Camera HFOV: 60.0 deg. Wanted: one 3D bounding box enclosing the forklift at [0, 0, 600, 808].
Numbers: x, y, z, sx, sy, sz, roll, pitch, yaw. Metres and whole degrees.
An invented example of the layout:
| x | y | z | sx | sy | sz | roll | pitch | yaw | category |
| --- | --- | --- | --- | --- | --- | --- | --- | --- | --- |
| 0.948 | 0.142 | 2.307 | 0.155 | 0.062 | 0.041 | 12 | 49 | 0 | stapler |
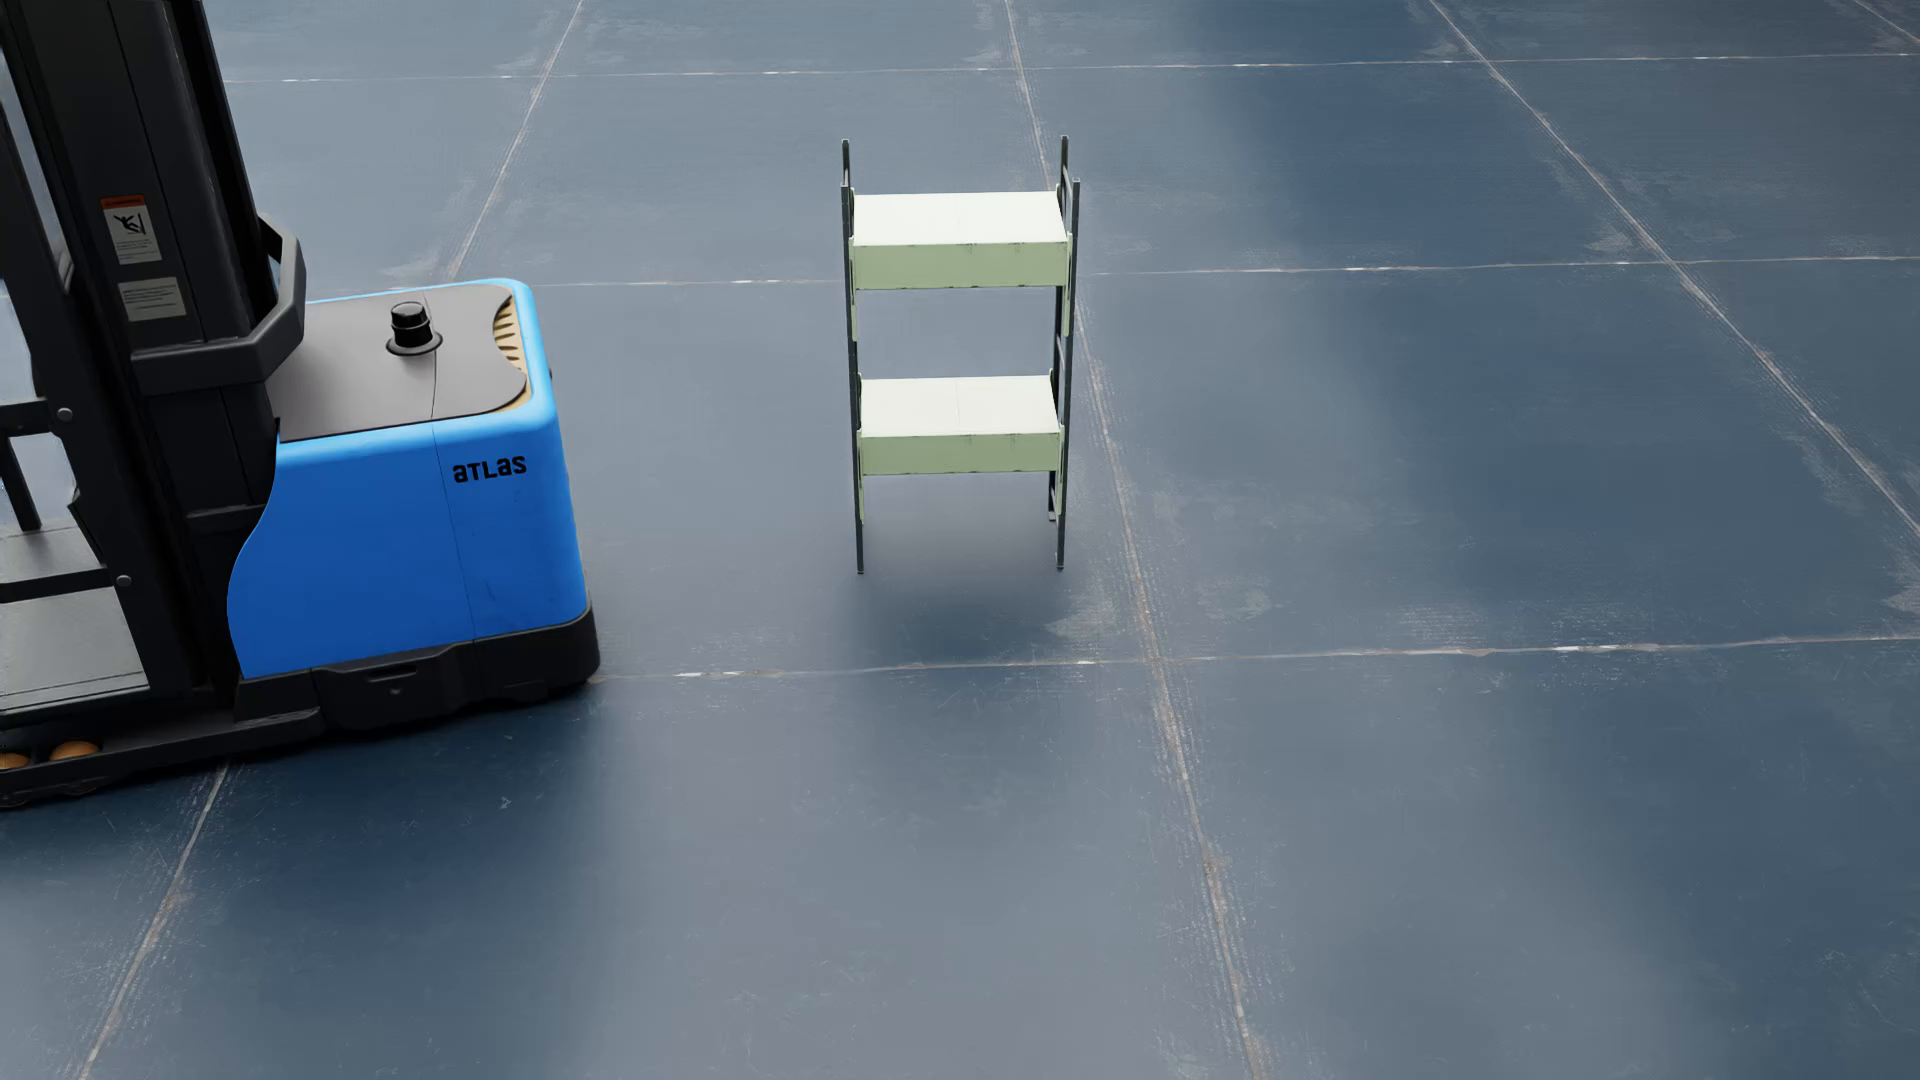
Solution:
| x | y | z | sx | sy | sz | roll | pitch | yaw | category |
| --- | --- | --- | --- | --- | --- | --- | --- | --- | --- |
| -2.772 | -0.726 | 4.723 | 3.031 | 2.935 | 1.130 | -10 | 36 | -14 | forklift |

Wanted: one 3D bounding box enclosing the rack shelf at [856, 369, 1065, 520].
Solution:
| x | y | z | sx | sy | sz | roll | pitch | yaw | category |
| --- | --- | --- | --- | --- | --- | --- | --- | --- | --- |
| -0.007 | -0.348 | 6.008 | 0.720 | 0.370 | 0.431 | -2 | 35 | -2 | rack shelf |

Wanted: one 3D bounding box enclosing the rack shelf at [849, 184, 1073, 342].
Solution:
| x | y | z | sx | sy | sz | roll | pitch | yaw | category |
| --- | --- | --- | --- | --- | --- | --- | --- | --- | --- |
| -0.007 | -0.937 | 5.601 | 0.720 | 0.370 | 0.431 | -2 | 35 | -2 | rack shelf |

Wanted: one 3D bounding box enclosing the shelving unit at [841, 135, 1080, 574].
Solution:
| x | y | z | sx | sy | sz | roll | pitch | yaw | category |
| --- | --- | --- | --- | --- | --- | --- | --- | --- | --- |
| -0.007 | -0.617 | 5.823 | 0.755 | 1.500 | 0.431 | -2 | 35 | -2 | shelving unit |

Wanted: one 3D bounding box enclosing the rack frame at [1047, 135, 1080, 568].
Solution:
| x | y | z | sx | sy | sz | roll | pitch | yaw | category |
| --- | --- | --- | --- | --- | --- | --- | --- | --- | --- |
| 0.359 | -0.626 | 5.837 | 0.023 | 1.500 | 0.400 | -2 | 35 | -2 | rack frame |

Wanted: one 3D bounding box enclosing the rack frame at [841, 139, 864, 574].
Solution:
| x | y | z | sx | sy | sz | roll | pitch | yaw | category |
| --- | --- | --- | --- | --- | --- | --- | --- | --- | --- |
| -0.372 | -0.607 | 5.809 | 0.023 | 1.500 | 0.400 | -2 | 35 | -2 | rack frame |
